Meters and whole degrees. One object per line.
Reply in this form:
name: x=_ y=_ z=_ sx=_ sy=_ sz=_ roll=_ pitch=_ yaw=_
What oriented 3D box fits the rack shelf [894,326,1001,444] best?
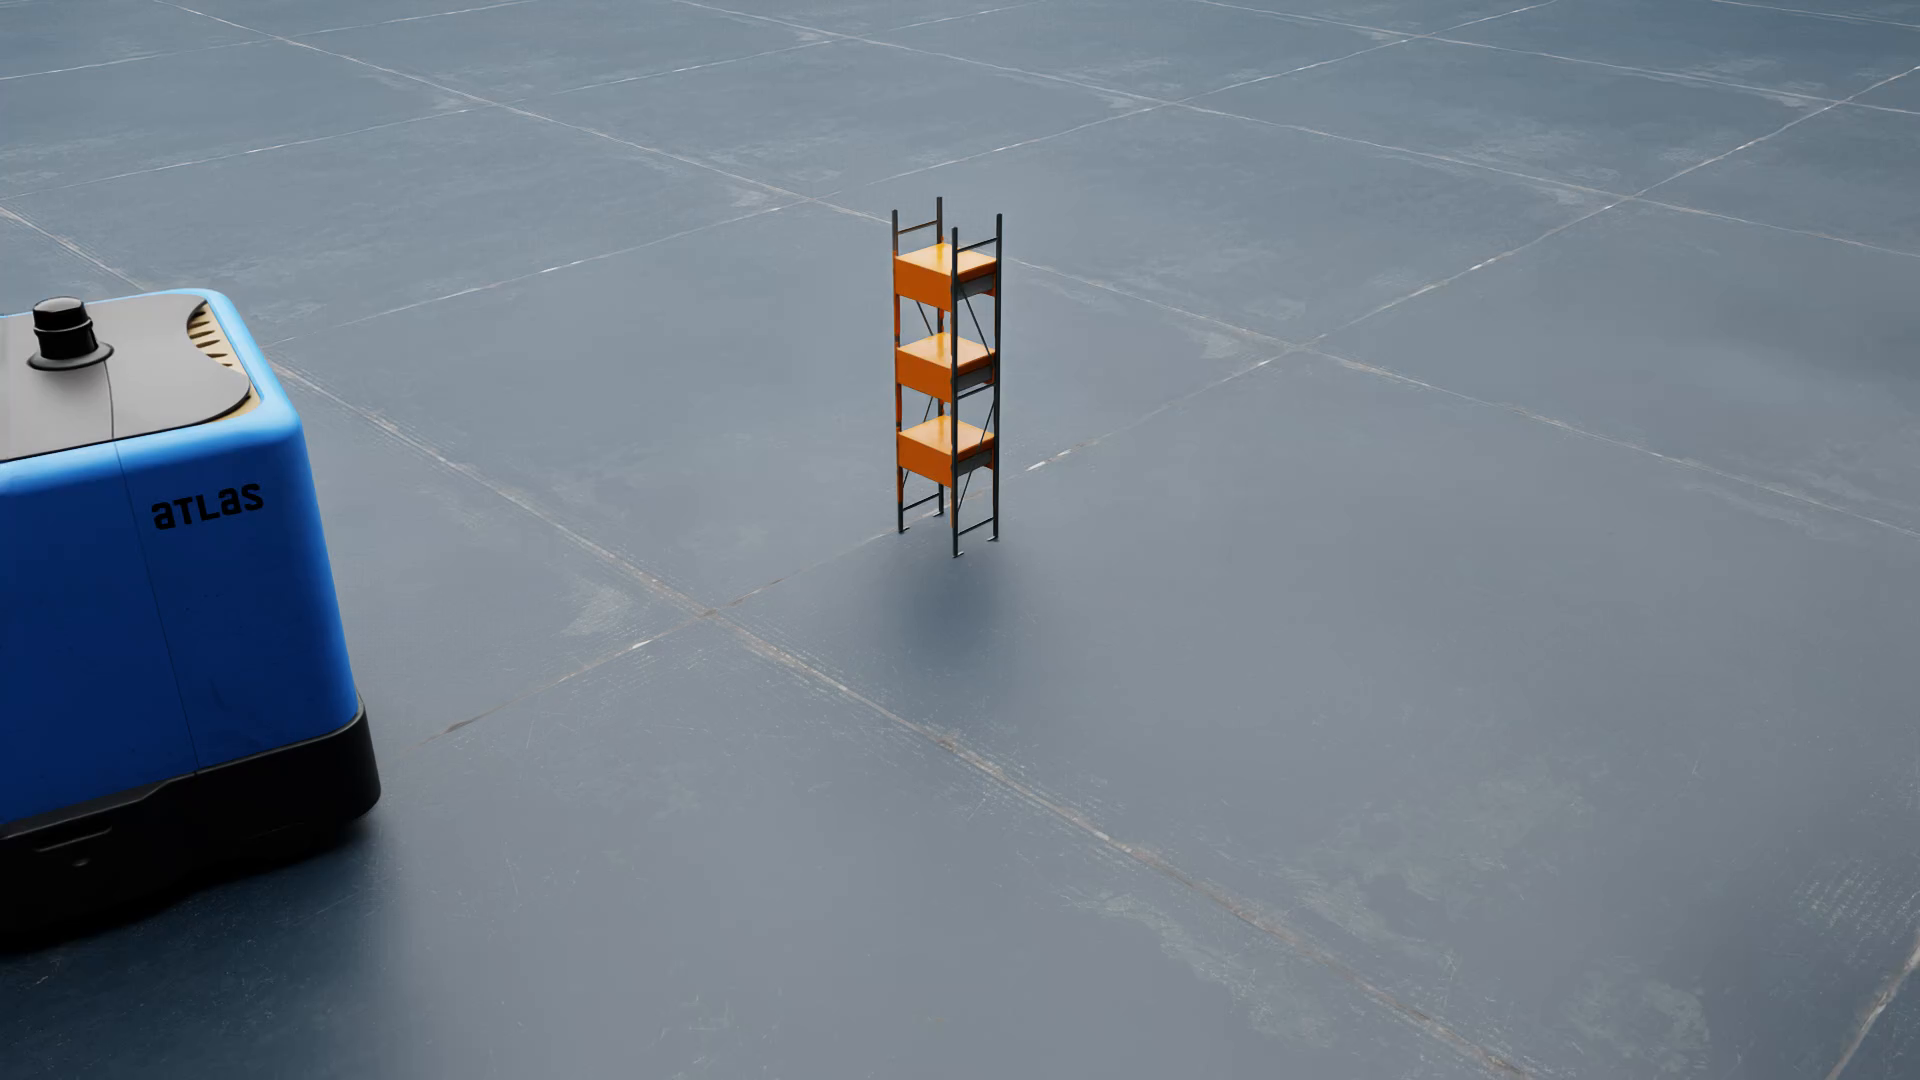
rack shelf: x=-0.038 y=-0.473 z=5.044 sx=0.240 sy=0.259 sz=0.215 roll=25 pitch=36 yaw=38

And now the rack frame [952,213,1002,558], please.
rack frame: x=0.049 y=-0.442 z=4.963 sx=0.008 sy=1.050 sz=0.200 roll=25 pitch=36 yaw=38

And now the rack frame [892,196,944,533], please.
rack frame: x=-0.125 y=-0.522 z=5.115 sx=0.008 sy=1.050 sz=0.200 roll=25 pitch=36 yaw=38

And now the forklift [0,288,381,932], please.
forklift: x=-2.905 y=-0.455 z=2.966 sx=3.031 sy=2.935 sz=1.130 roll=-15 pitch=31 yaw=-27

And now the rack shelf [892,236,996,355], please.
rack shelf: x=-0.038 y=-0.724 z=4.912 sx=0.240 sy=0.259 sz=0.215 roll=25 pitch=36 yaw=38

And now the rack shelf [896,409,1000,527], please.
rack shelf: x=-0.038 y=-0.227 z=5.173 sx=0.240 sy=0.259 sz=0.215 roll=25 pitch=36 yaw=38

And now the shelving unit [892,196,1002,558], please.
shelving unit: x=-0.038 y=-0.482 z=5.039 sx=0.252 sy=1.050 sz=0.215 roll=25 pitch=36 yaw=38
